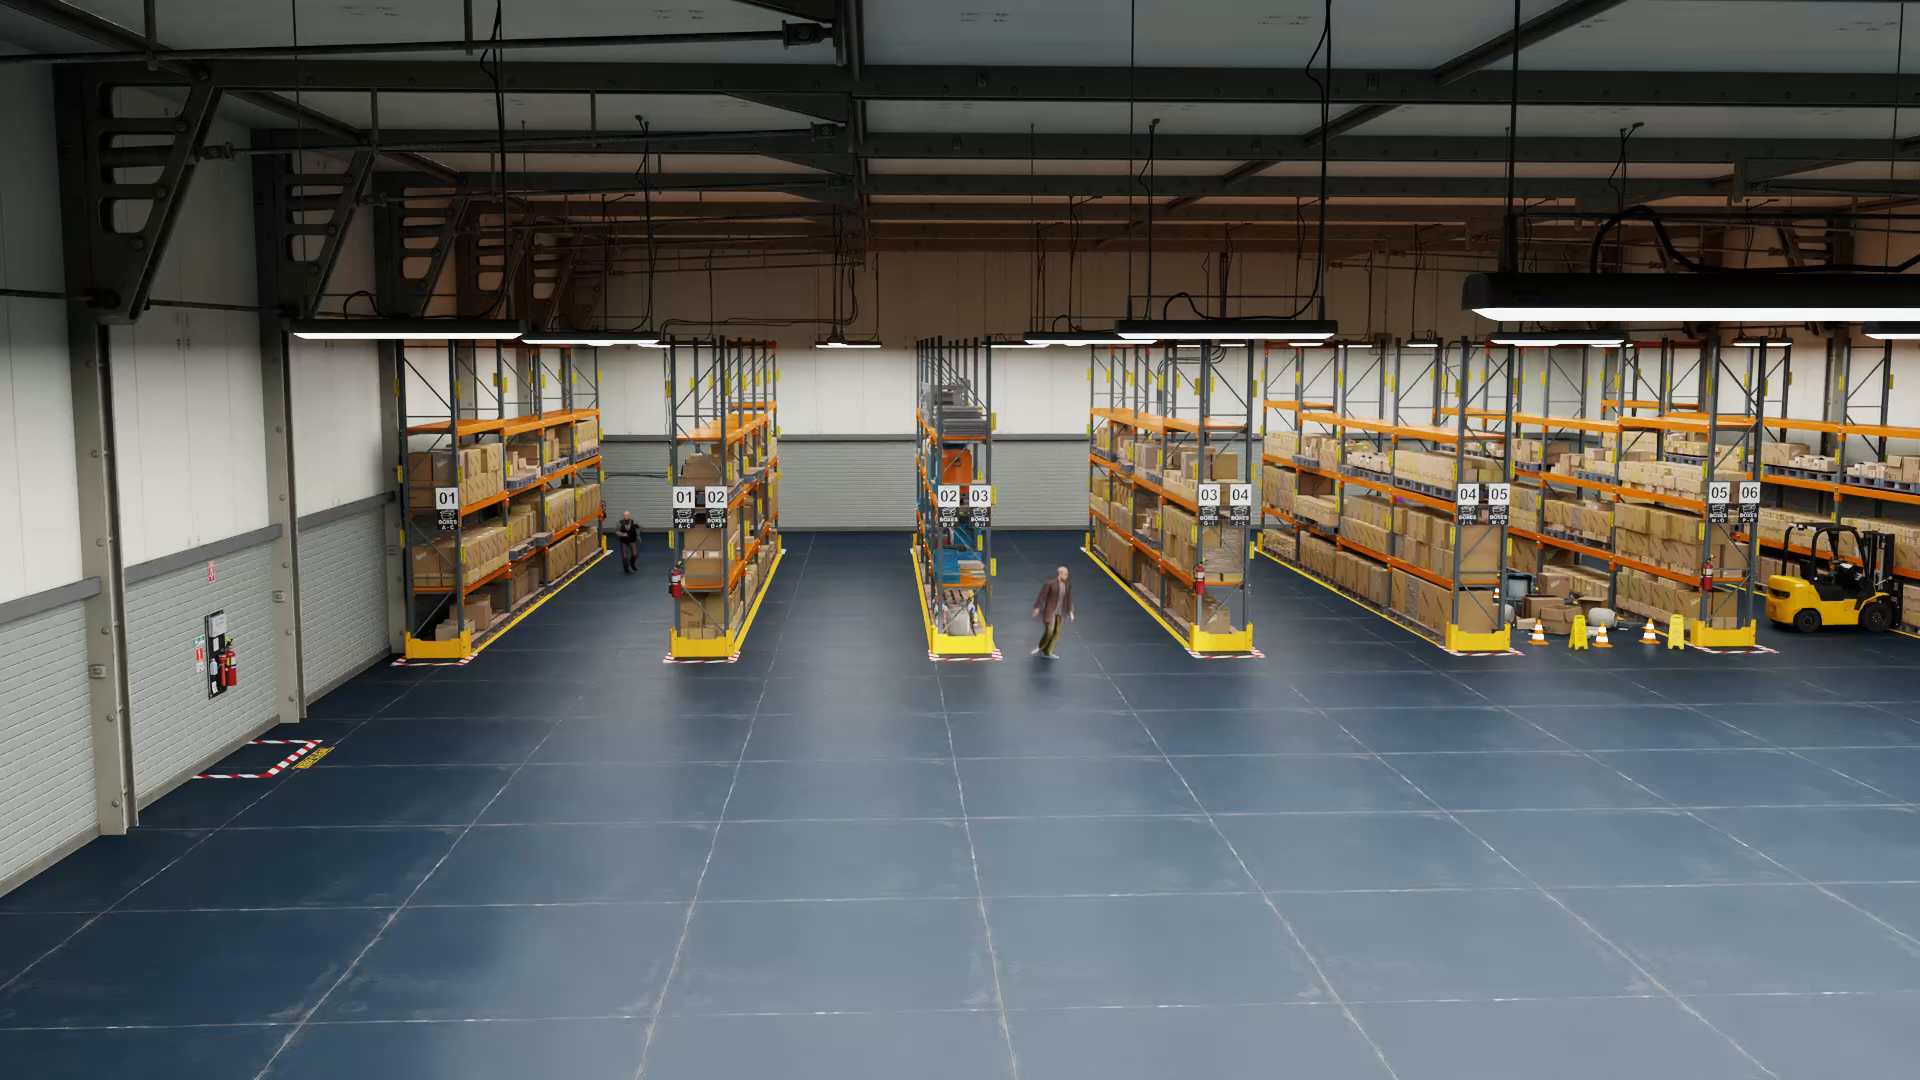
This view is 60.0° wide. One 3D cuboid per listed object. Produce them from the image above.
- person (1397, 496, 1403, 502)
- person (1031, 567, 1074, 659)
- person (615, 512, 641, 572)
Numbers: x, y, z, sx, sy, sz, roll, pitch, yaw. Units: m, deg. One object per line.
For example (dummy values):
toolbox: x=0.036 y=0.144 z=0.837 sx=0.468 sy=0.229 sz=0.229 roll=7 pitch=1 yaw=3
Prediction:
person: x=12.931 y=-0.763 z=49.292 sx=0.841 sy=1.814 sz=0.687 roll=-1 pitch=7 yaw=-11
person: x=1.725 y=1.352 z=30.962 sx=0.744 sy=1.743 sz=0.560 roll=-4 pitch=8 yaw=-32
person: x=-8.543 y=0.056 z=42.838 sx=0.660 sy=1.614 sz=0.861 roll=-2 pitch=7 yaw=-16
